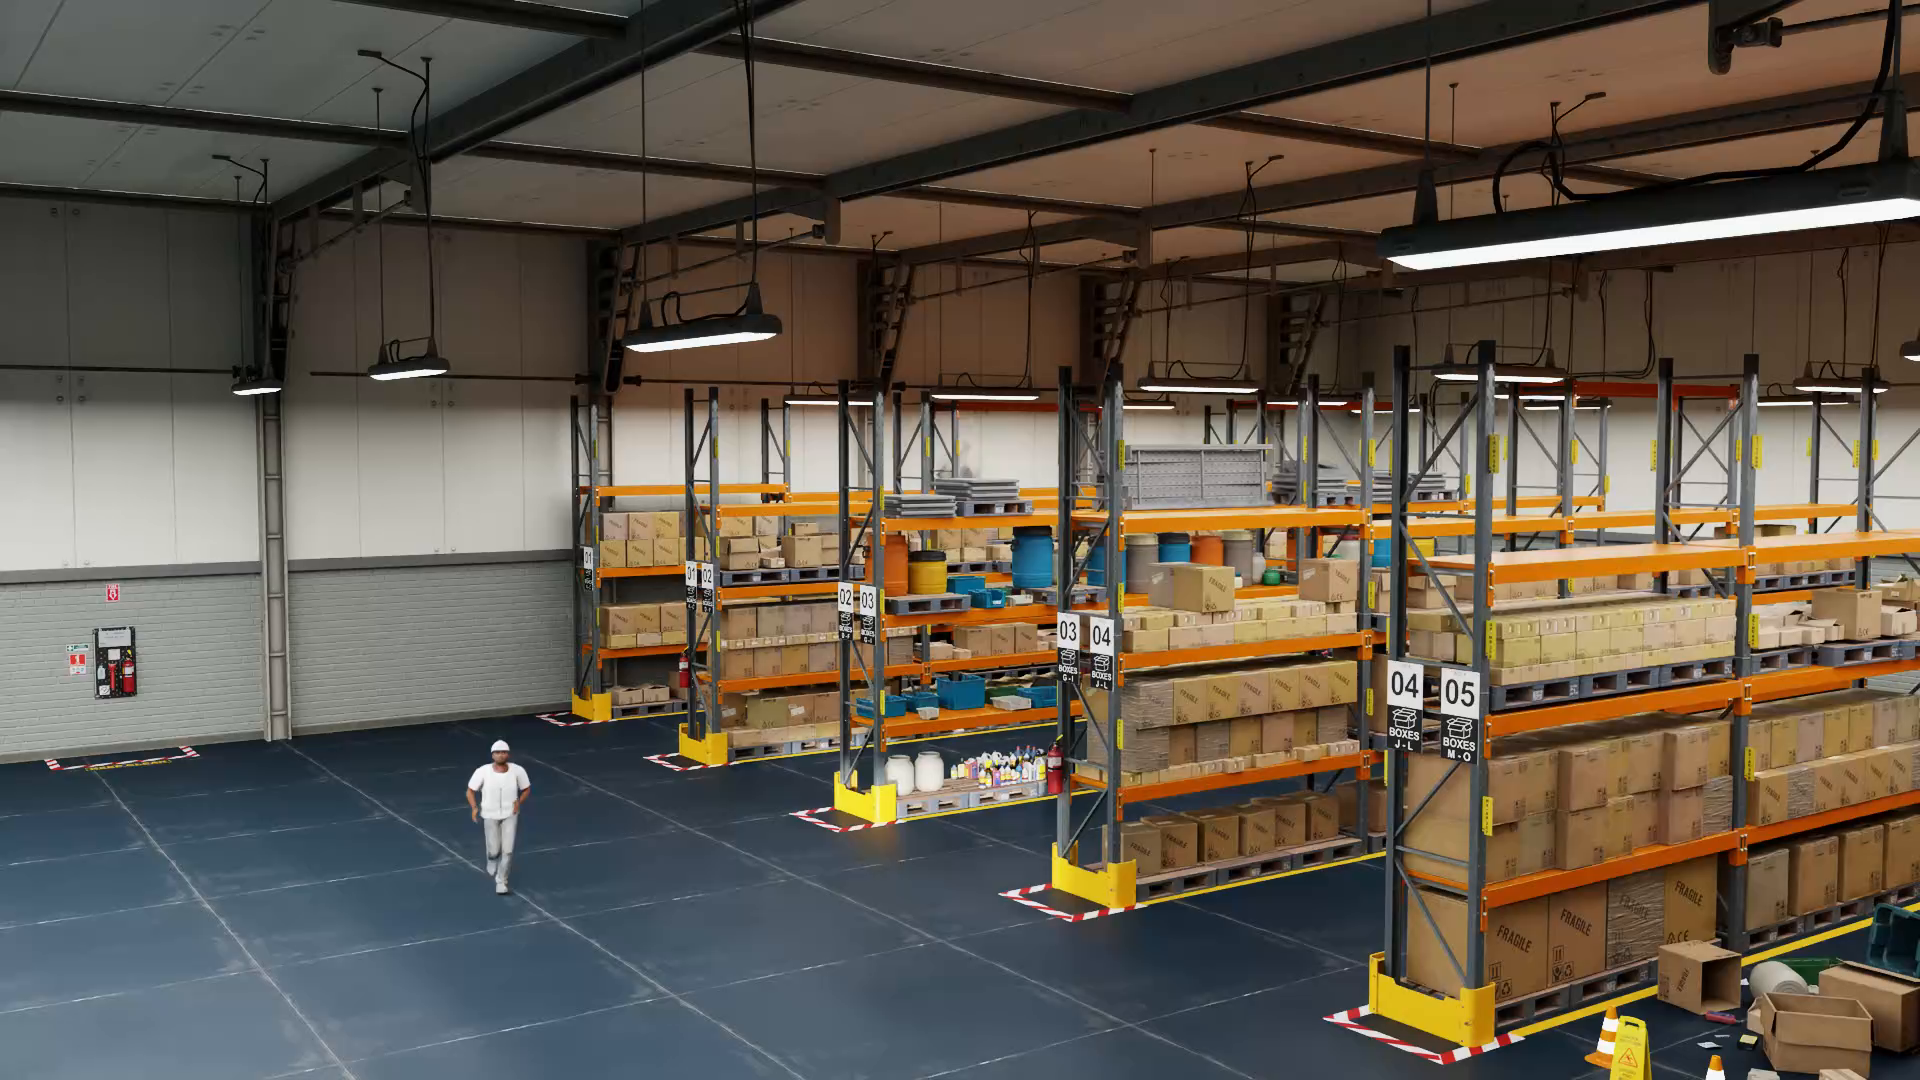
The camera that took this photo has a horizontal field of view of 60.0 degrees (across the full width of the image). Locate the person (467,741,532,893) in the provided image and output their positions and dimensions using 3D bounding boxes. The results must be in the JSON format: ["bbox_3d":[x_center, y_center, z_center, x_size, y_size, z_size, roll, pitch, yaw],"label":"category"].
[{"bbox_3d":[-5.276,3.155,19.087,0.718,1.724,0.618,-1,4,-21],"label":"person"}]

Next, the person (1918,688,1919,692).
[{"bbox_3d":[13.474,2.879,23.271,0.578,1.741,0.644,-2,4,-31],"label":"person"}]
